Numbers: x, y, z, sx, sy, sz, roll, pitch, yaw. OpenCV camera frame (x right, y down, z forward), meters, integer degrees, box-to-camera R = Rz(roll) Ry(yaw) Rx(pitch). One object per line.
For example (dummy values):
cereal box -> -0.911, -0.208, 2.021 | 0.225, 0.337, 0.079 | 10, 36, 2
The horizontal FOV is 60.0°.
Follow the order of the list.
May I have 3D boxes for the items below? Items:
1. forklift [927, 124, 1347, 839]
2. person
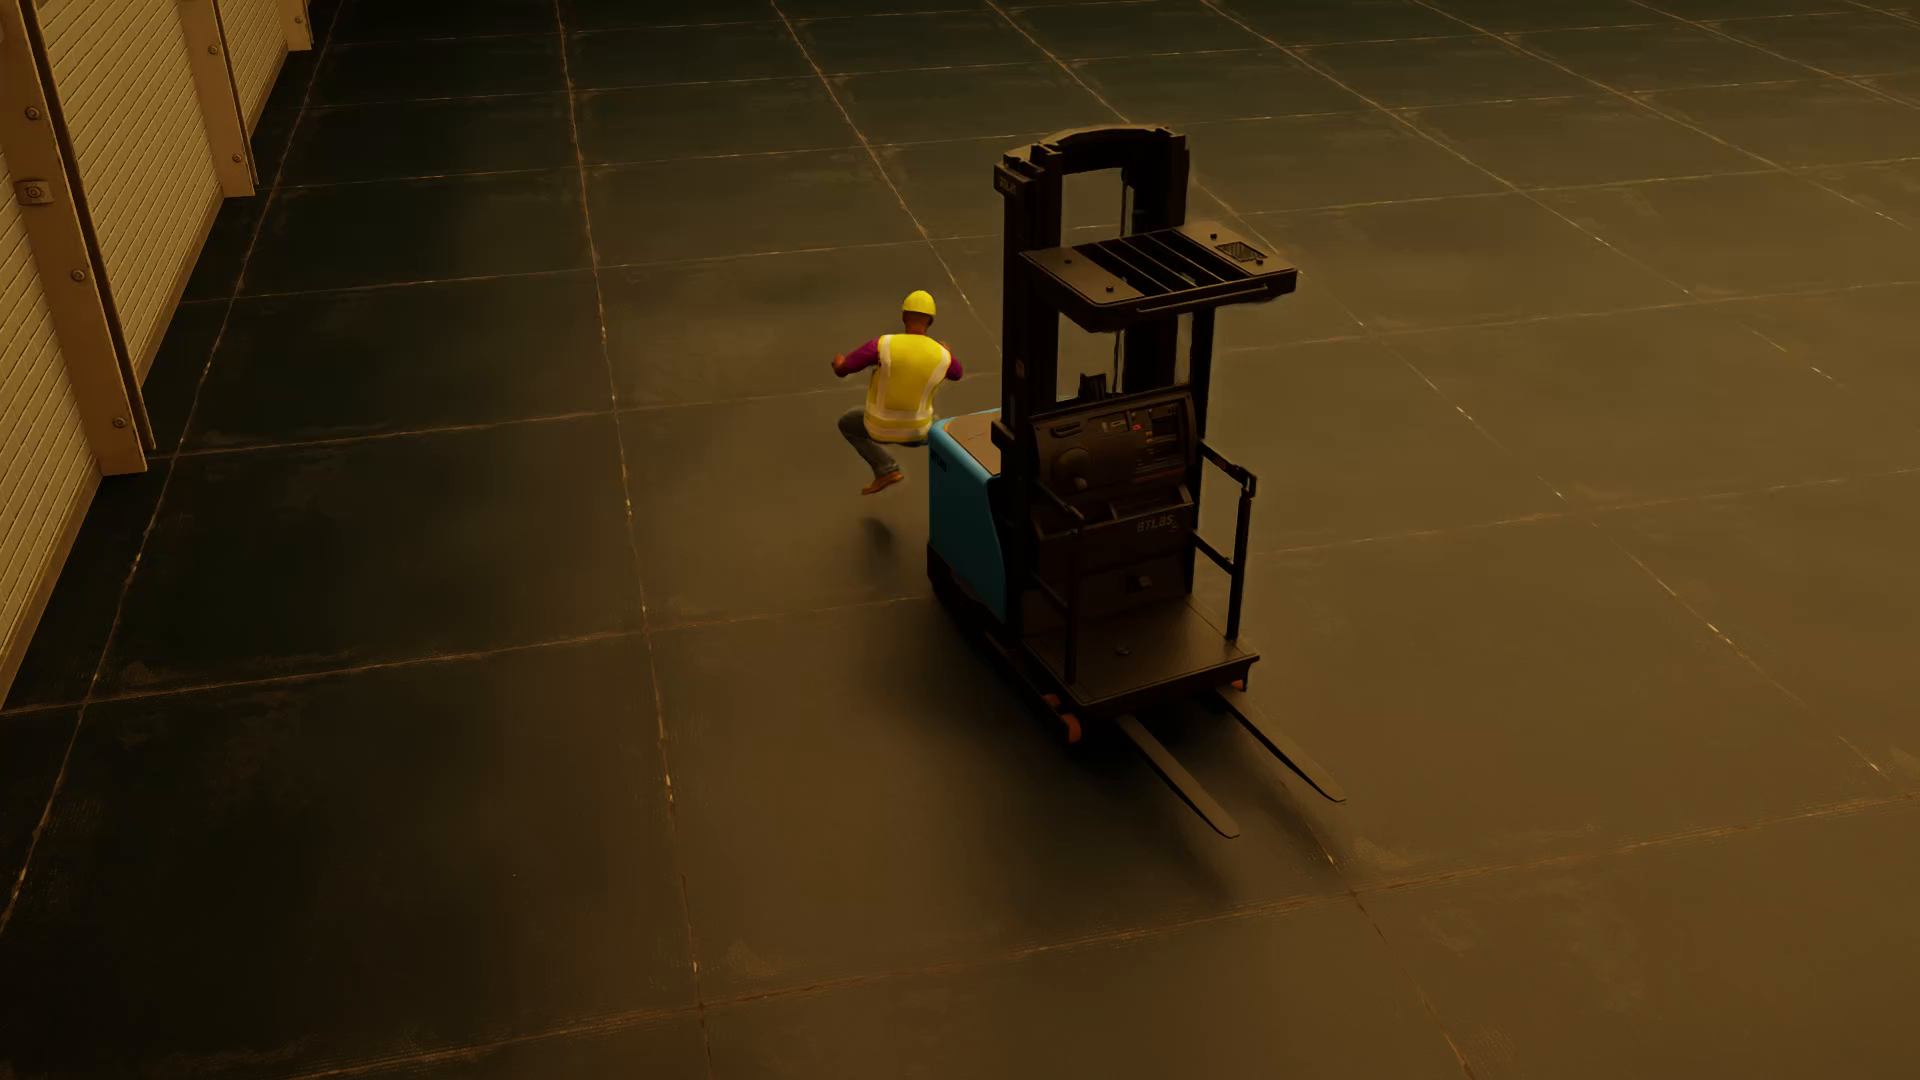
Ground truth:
forklift -> 0.894, -0.455, 8.361 | 1.130, 2.935, 3.031 | -13, 33, -22
person -> -0.352, -0.899, 10.524 | 0.901, 1.540, 0.816 | -3, 30, -6
